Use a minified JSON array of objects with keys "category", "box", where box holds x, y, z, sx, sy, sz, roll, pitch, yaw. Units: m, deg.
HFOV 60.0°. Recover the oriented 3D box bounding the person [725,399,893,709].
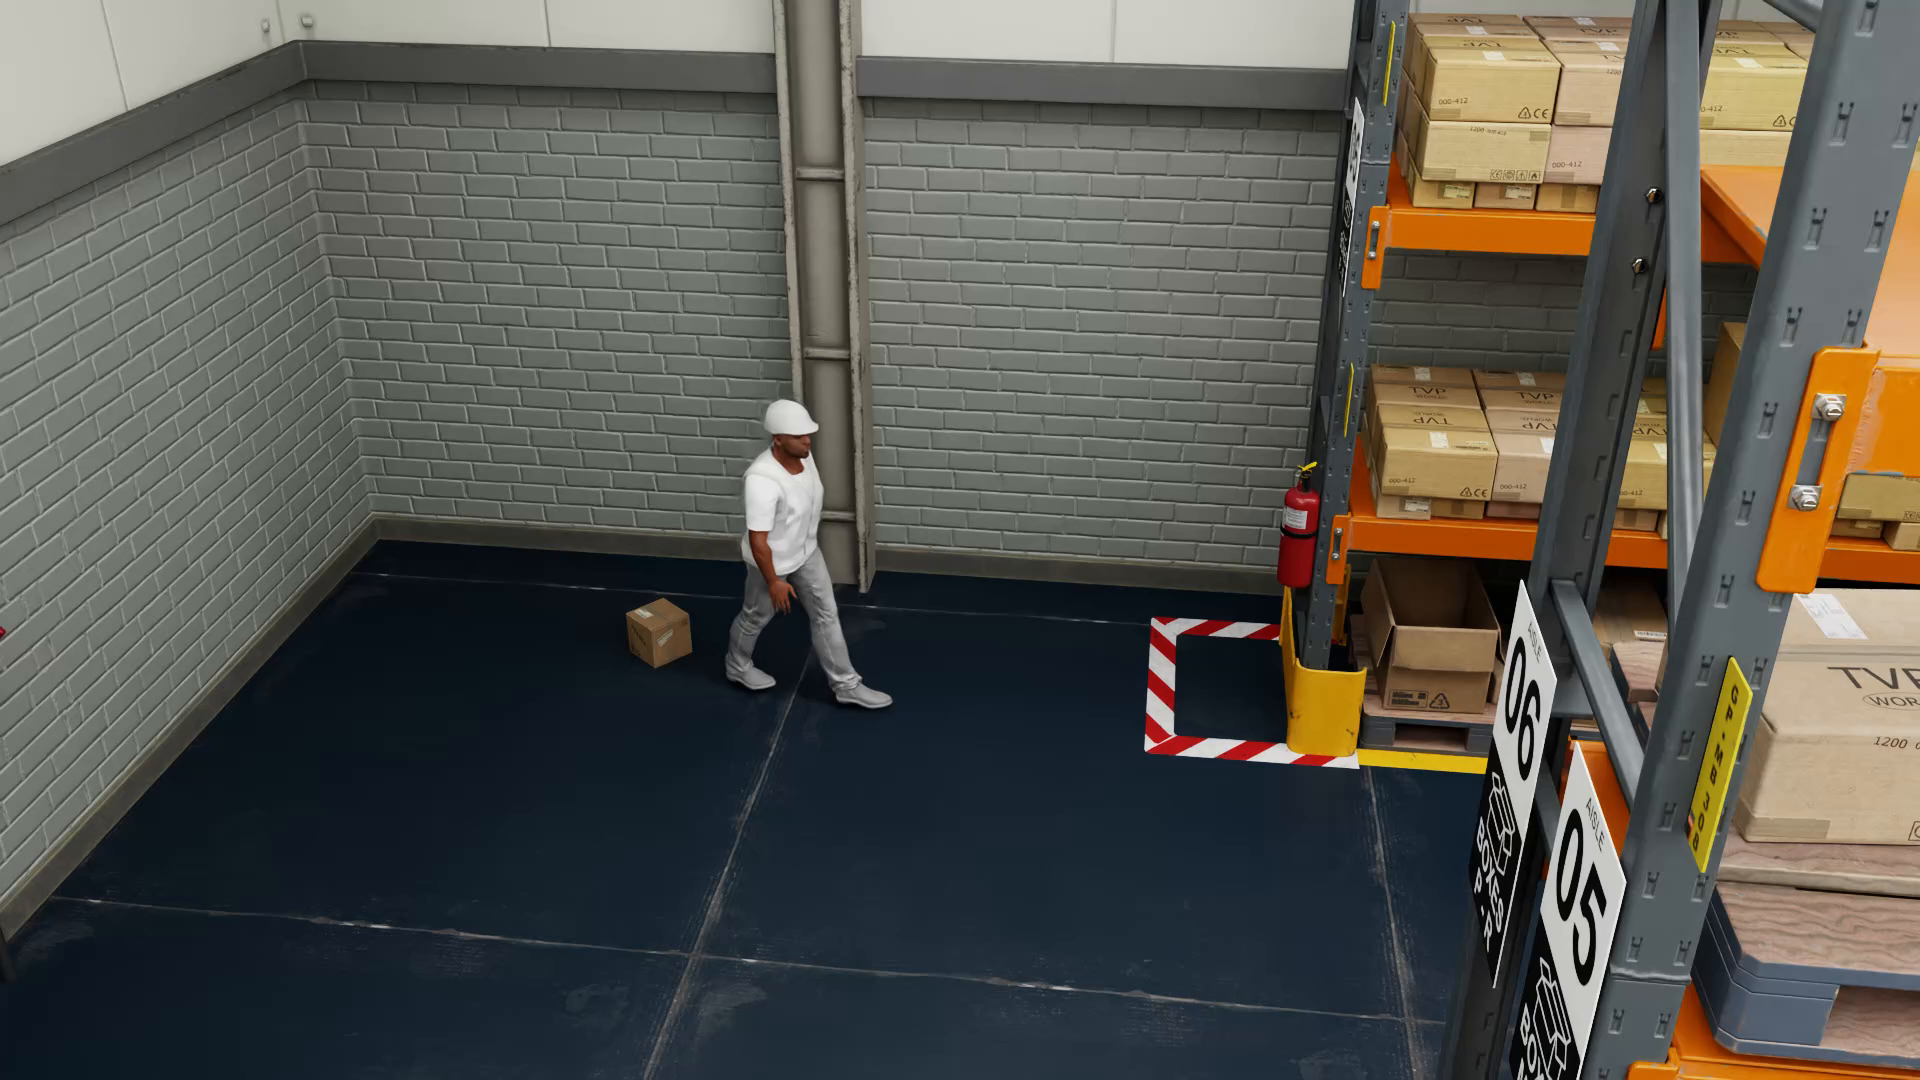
[{"category":"person","box":[-0.854,0.081,8.428,0.944,1.711,0.605,15,32,26]}]
